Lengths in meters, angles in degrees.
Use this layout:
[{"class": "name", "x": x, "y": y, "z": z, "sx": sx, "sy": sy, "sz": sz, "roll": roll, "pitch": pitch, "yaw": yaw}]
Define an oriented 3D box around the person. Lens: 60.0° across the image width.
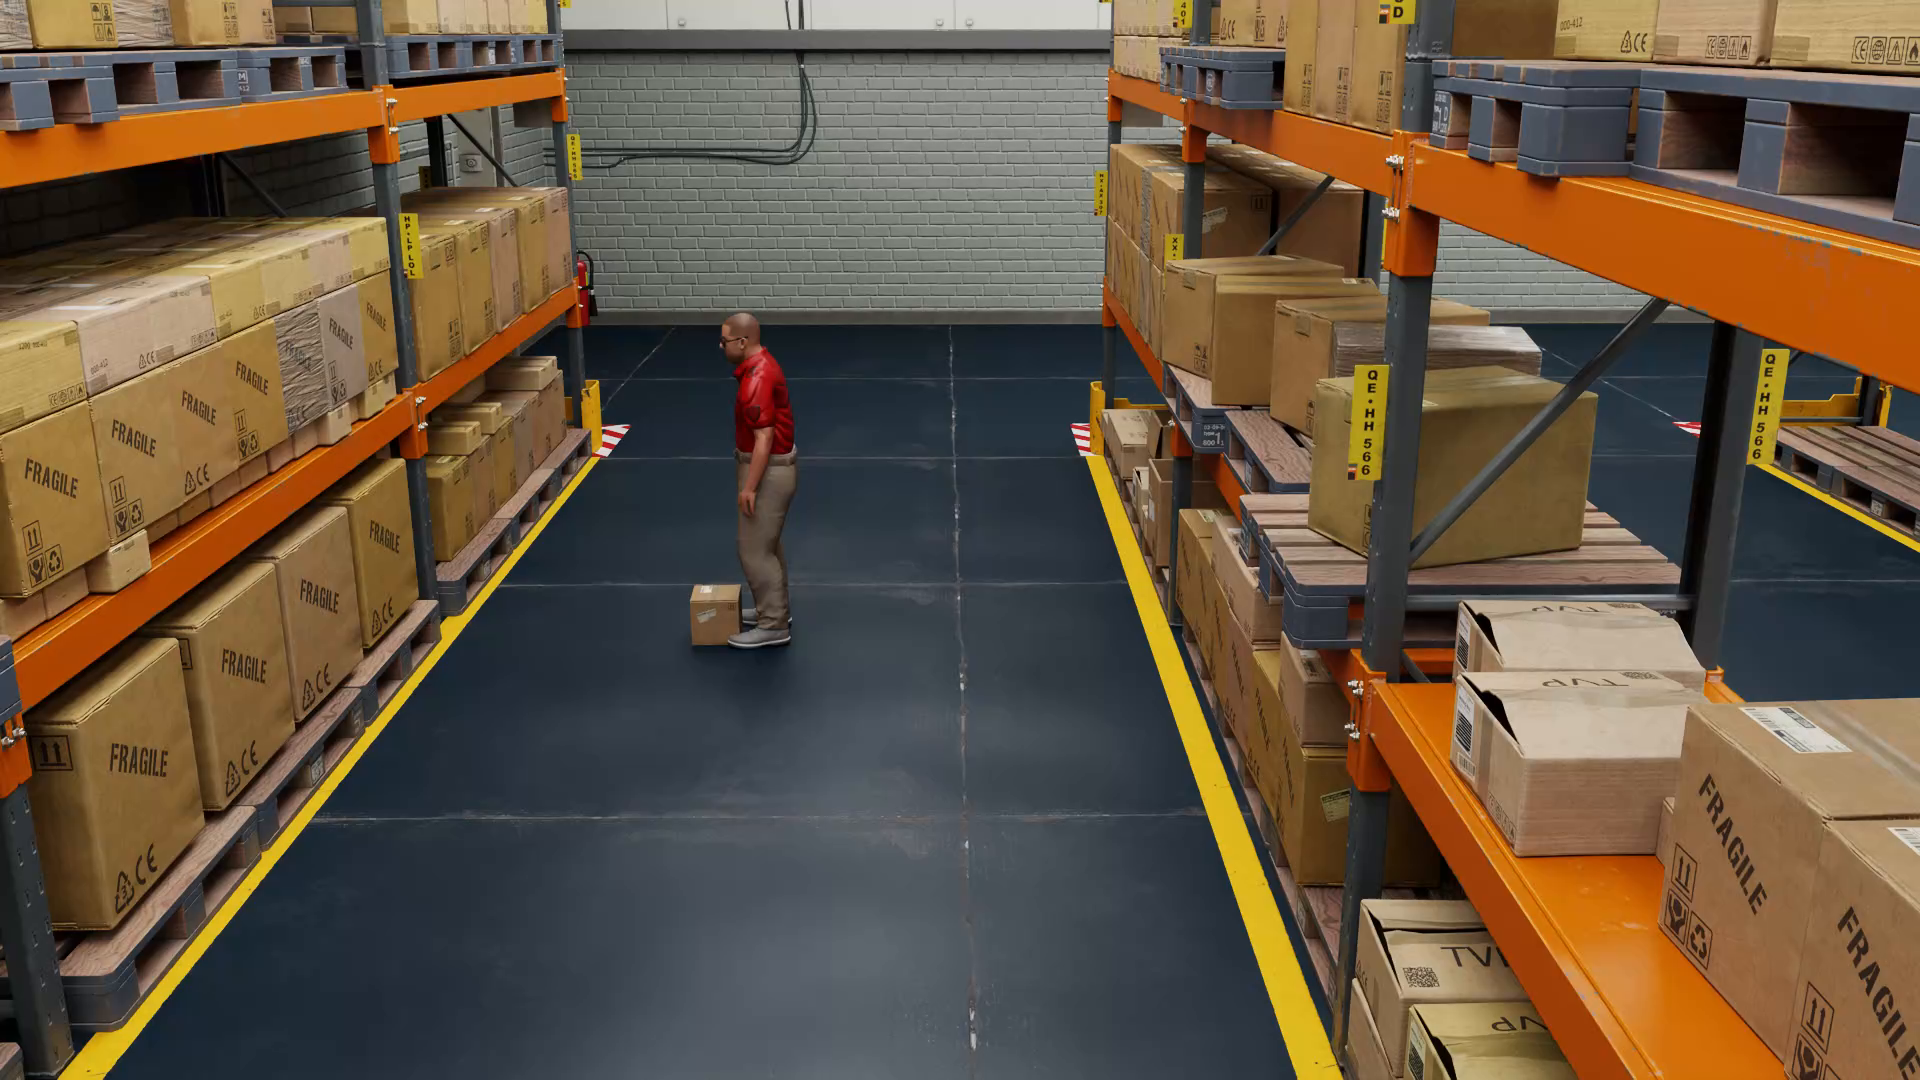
[{"class": "person", "x": -1.035, "y": -0.316, "z": 8.600, "sx": 0.390, "sy": 1.727, "sz": 0.585, "roll": 0, "pitch": 17, "yaw": -1}]
